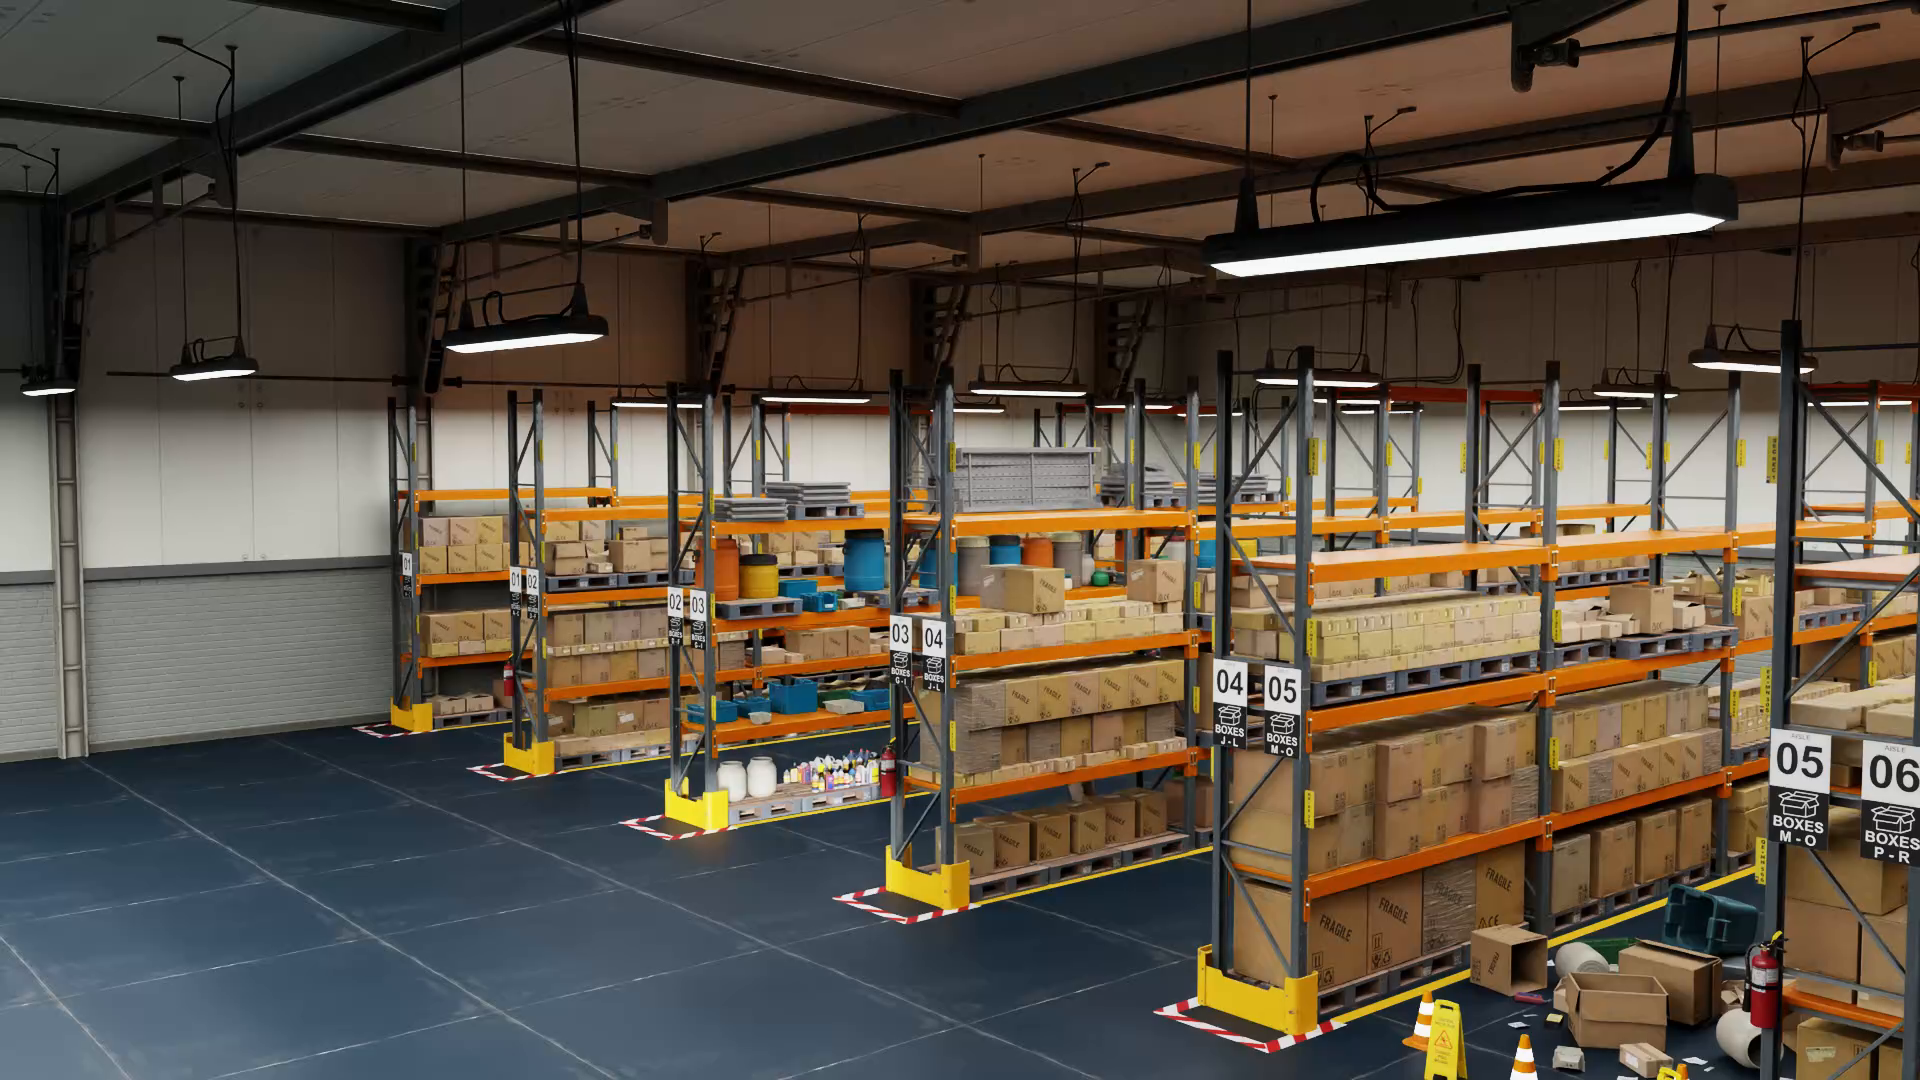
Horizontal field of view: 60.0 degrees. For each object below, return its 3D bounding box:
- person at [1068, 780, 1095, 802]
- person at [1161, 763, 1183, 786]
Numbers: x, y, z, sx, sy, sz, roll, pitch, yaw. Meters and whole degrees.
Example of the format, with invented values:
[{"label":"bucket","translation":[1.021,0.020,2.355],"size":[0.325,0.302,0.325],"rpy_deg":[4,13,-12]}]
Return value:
[{"label":"person","translation":[1.657,2.979,22.842],"size":[0.416,1.738,0.613],"rpy_deg":[3,4,39]},{"label":"person","translation":[3.322,2.805,25.031],"size":[0.455,1.786,0.649],"rpy_deg":[1,4,23]}]
